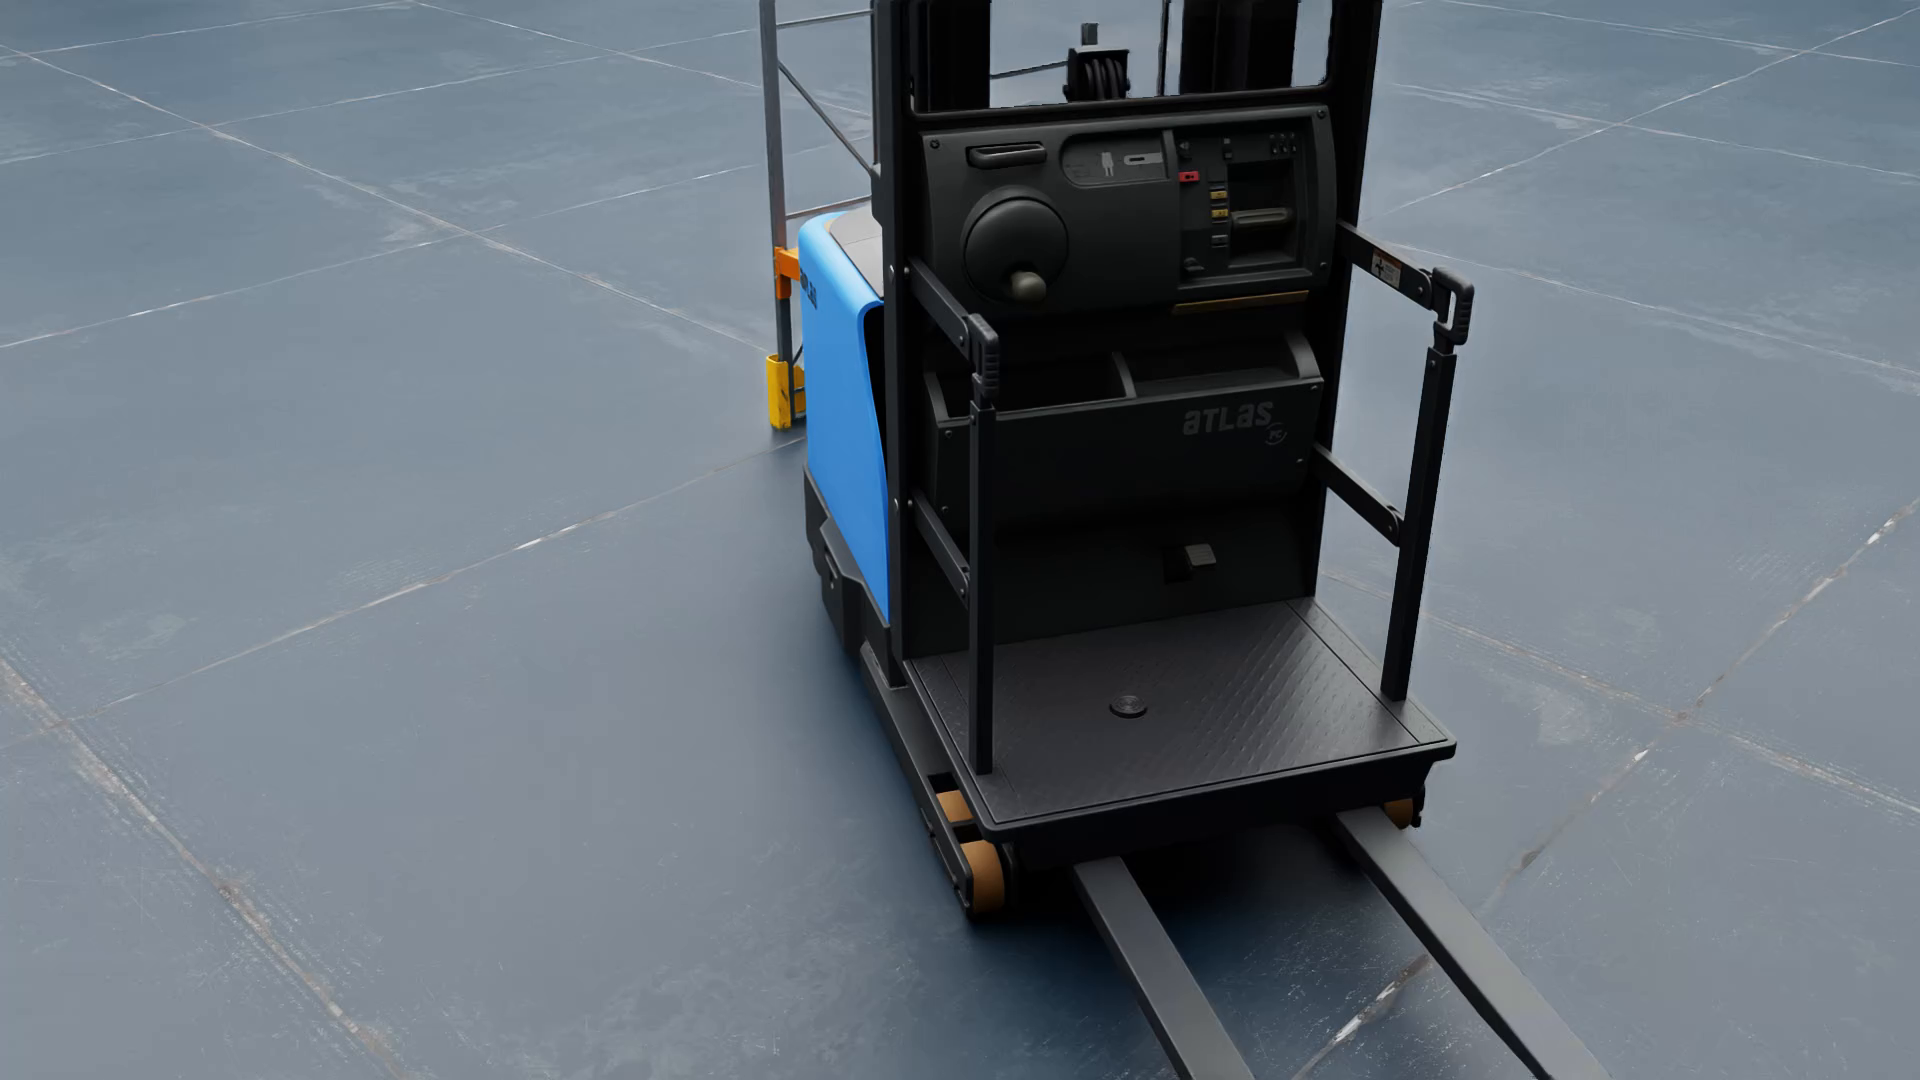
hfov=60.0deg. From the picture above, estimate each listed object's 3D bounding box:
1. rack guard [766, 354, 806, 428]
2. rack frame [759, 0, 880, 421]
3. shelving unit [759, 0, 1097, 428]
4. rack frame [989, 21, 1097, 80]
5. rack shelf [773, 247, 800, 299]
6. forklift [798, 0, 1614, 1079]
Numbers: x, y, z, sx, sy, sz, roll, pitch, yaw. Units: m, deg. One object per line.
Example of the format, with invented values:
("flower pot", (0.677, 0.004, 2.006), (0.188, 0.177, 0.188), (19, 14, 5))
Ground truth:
("rack guard", (-0.454, -0.618, 6.157), (0.587, 0.250, 0.087), (-22, 35, -36))
("rack frame", (-0.455, -1.172, 5.867), (0.500, 1.500, 0.032), (-22, 35, -36))
("shelving unit", (-0.127, -0.997, 5.534), (0.587, 1.500, 1.083), (-22, 35, -36))
("rack frame", (0.214, -0.815, 5.189), (0.500, 1.500, 0.032), (-22, 35, -36))
("rack shelf", (-0.121, -0.834, 5.611), (0.538, 0.185, 1.000), (-22, 35, -36))
("forklift", (0.440, -0.676, 3.386), (1.130, 2.935, 3.031), (-8, 29, -15))
